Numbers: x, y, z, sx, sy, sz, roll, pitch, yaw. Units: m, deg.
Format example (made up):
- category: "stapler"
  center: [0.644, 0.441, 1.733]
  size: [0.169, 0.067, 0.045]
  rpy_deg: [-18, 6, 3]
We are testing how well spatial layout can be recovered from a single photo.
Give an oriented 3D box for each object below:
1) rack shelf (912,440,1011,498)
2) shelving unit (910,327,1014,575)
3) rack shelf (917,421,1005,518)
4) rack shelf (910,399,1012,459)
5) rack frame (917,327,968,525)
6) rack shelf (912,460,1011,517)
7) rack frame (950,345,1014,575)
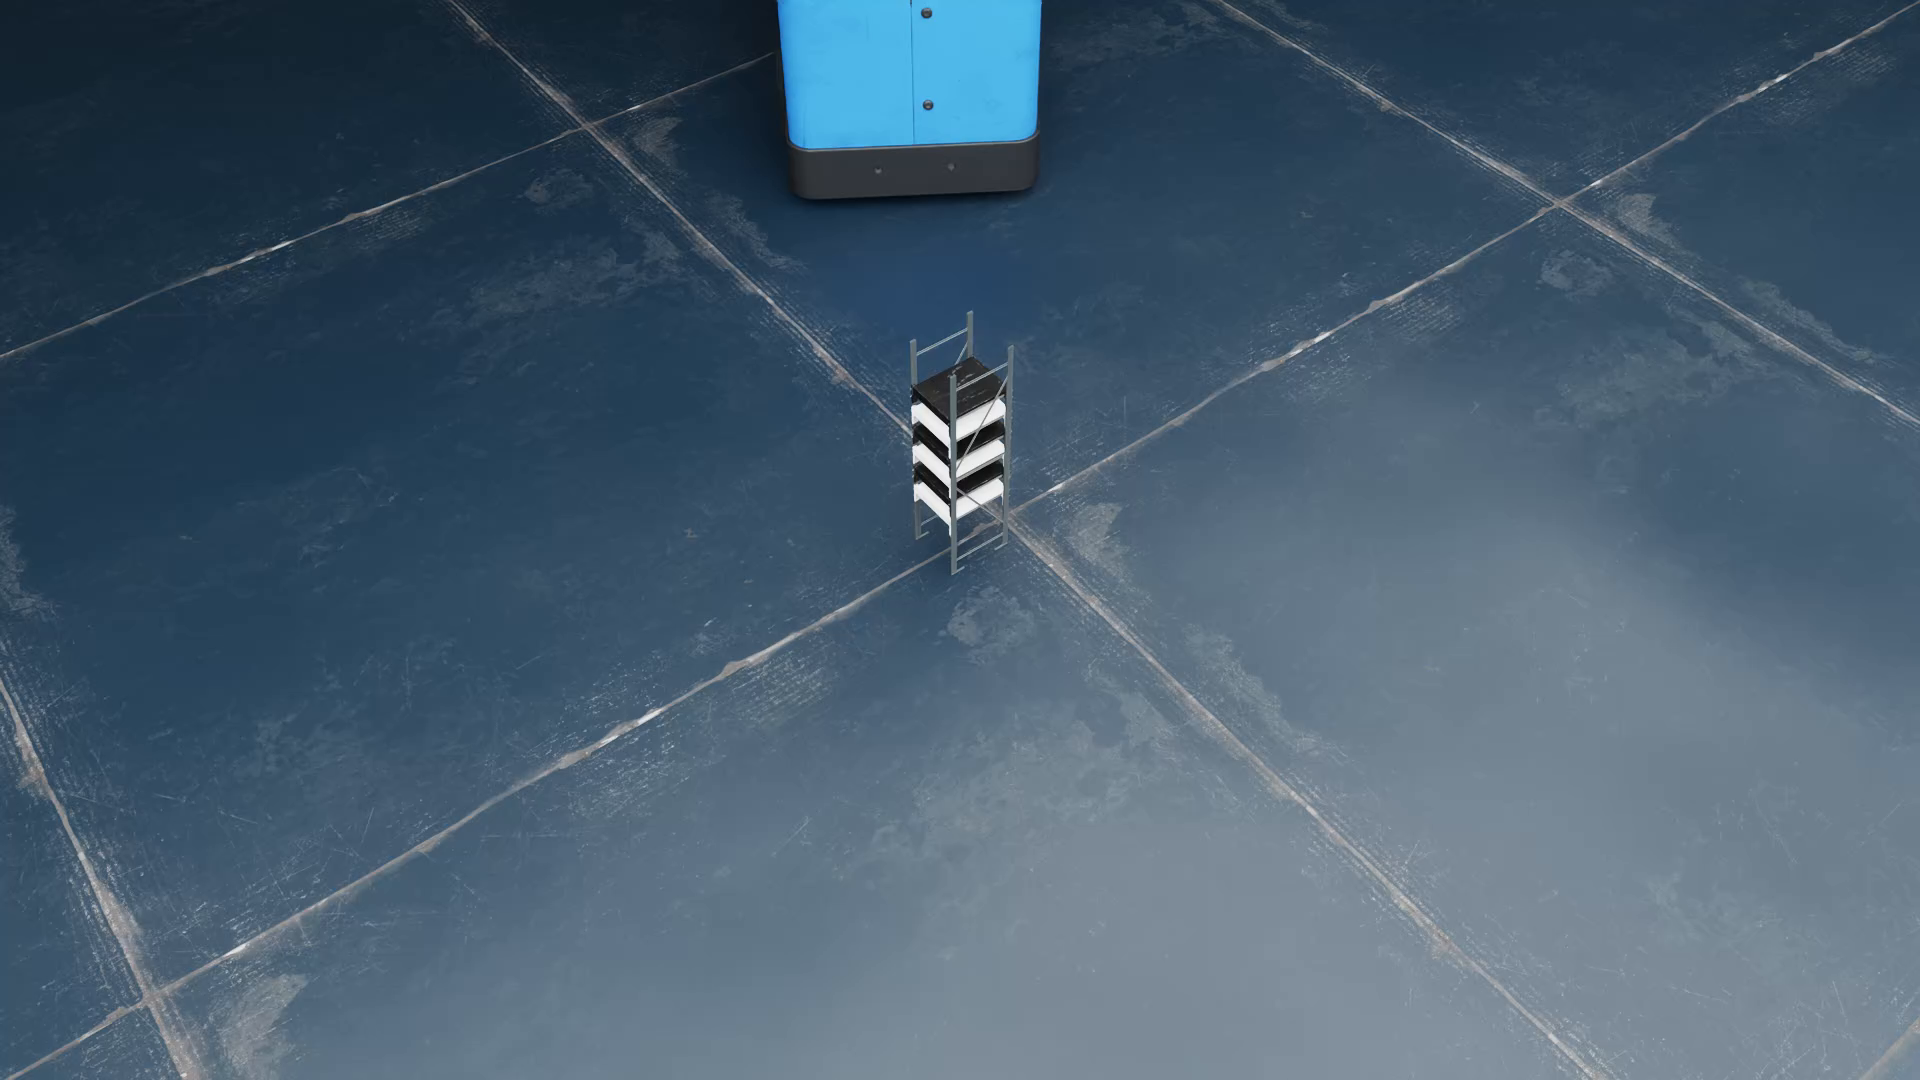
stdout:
- category: "rack shelf"
  center: [0.005, -0.275, 5.437]
  size: [0.258, 0.077, 0.200]
  rpy_deg: [-29, 54, -24]
- category: "shelving unit"
  center: [0.005, -0.297, 5.412]
  size: [0.258, 0.900, 0.208]
  rpy_deg: [-29, 54, -24]
- category: "rack shelf"
  center: [0.005, -0.264, 5.450]
  size: [0.221, 0.281, 0.190]
  rpy_deg: [-29, 54, -24]
- category: "rack shelf"
  center: [0.005, -0.396, 5.304]
  size: [0.258, 0.077, 0.200]
  rpy_deg: [-29, 54, -24]
- category: "rack frame"
  center: [-0.057, -0.357, 5.466]
  size: [0.228, 0.785, 0.003]
  rpy_deg: [-29, 54, -24]
- category: "rack shelf"
  center: [0.005, -0.215, 5.504]
  size: [0.258, 0.077, 0.200]
  rpy_deg: [-29, 54, -24]
- category: "rack frame"
  center: [0.066, -0.237, 5.358]
  size: [0.240, 0.900, 0.006]
  rpy_deg: [-29, 54, -24]
